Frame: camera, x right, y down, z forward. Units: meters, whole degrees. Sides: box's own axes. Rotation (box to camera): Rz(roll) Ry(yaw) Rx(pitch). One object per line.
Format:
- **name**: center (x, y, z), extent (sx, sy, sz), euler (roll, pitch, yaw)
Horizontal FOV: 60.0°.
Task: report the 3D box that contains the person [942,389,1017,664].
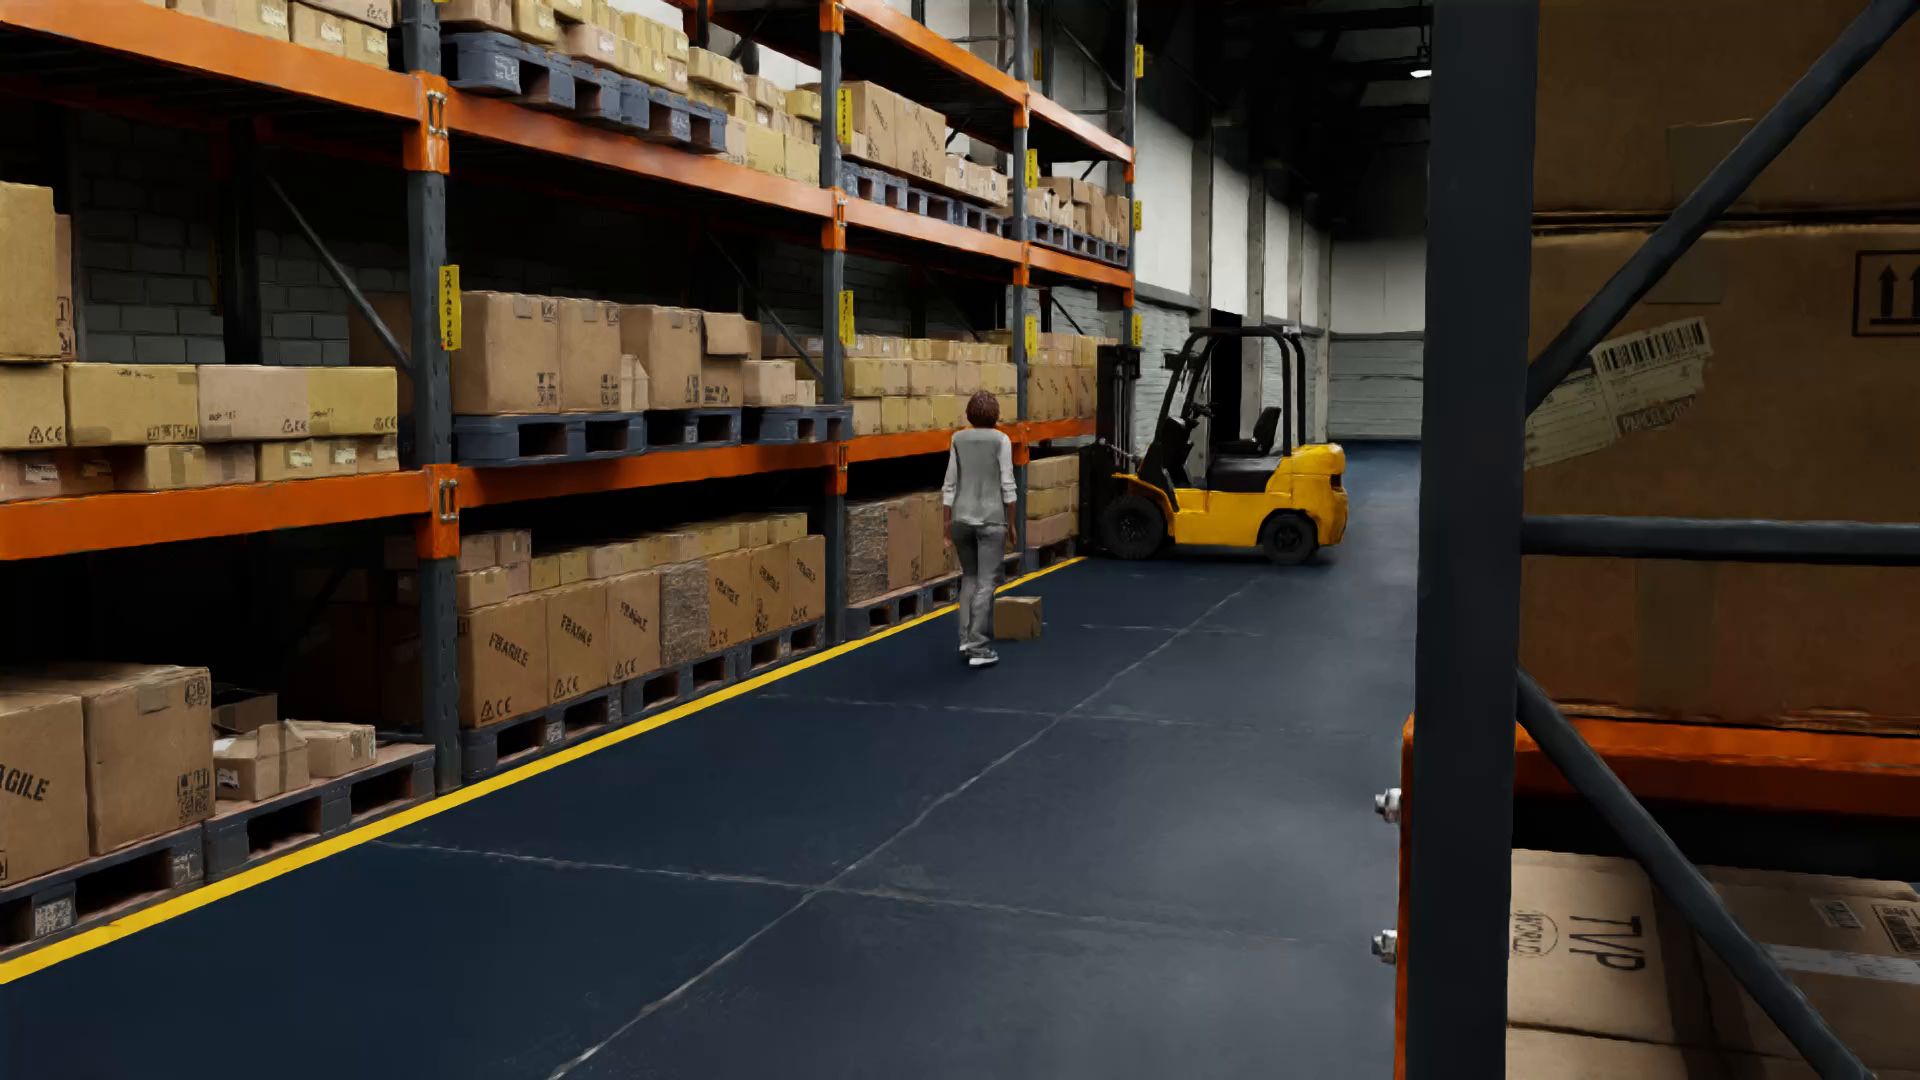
- **person**: center (0.108, -0.079, 9.675), extent (0.435, 1.590, 0.441), euler (2, 6, 24)
